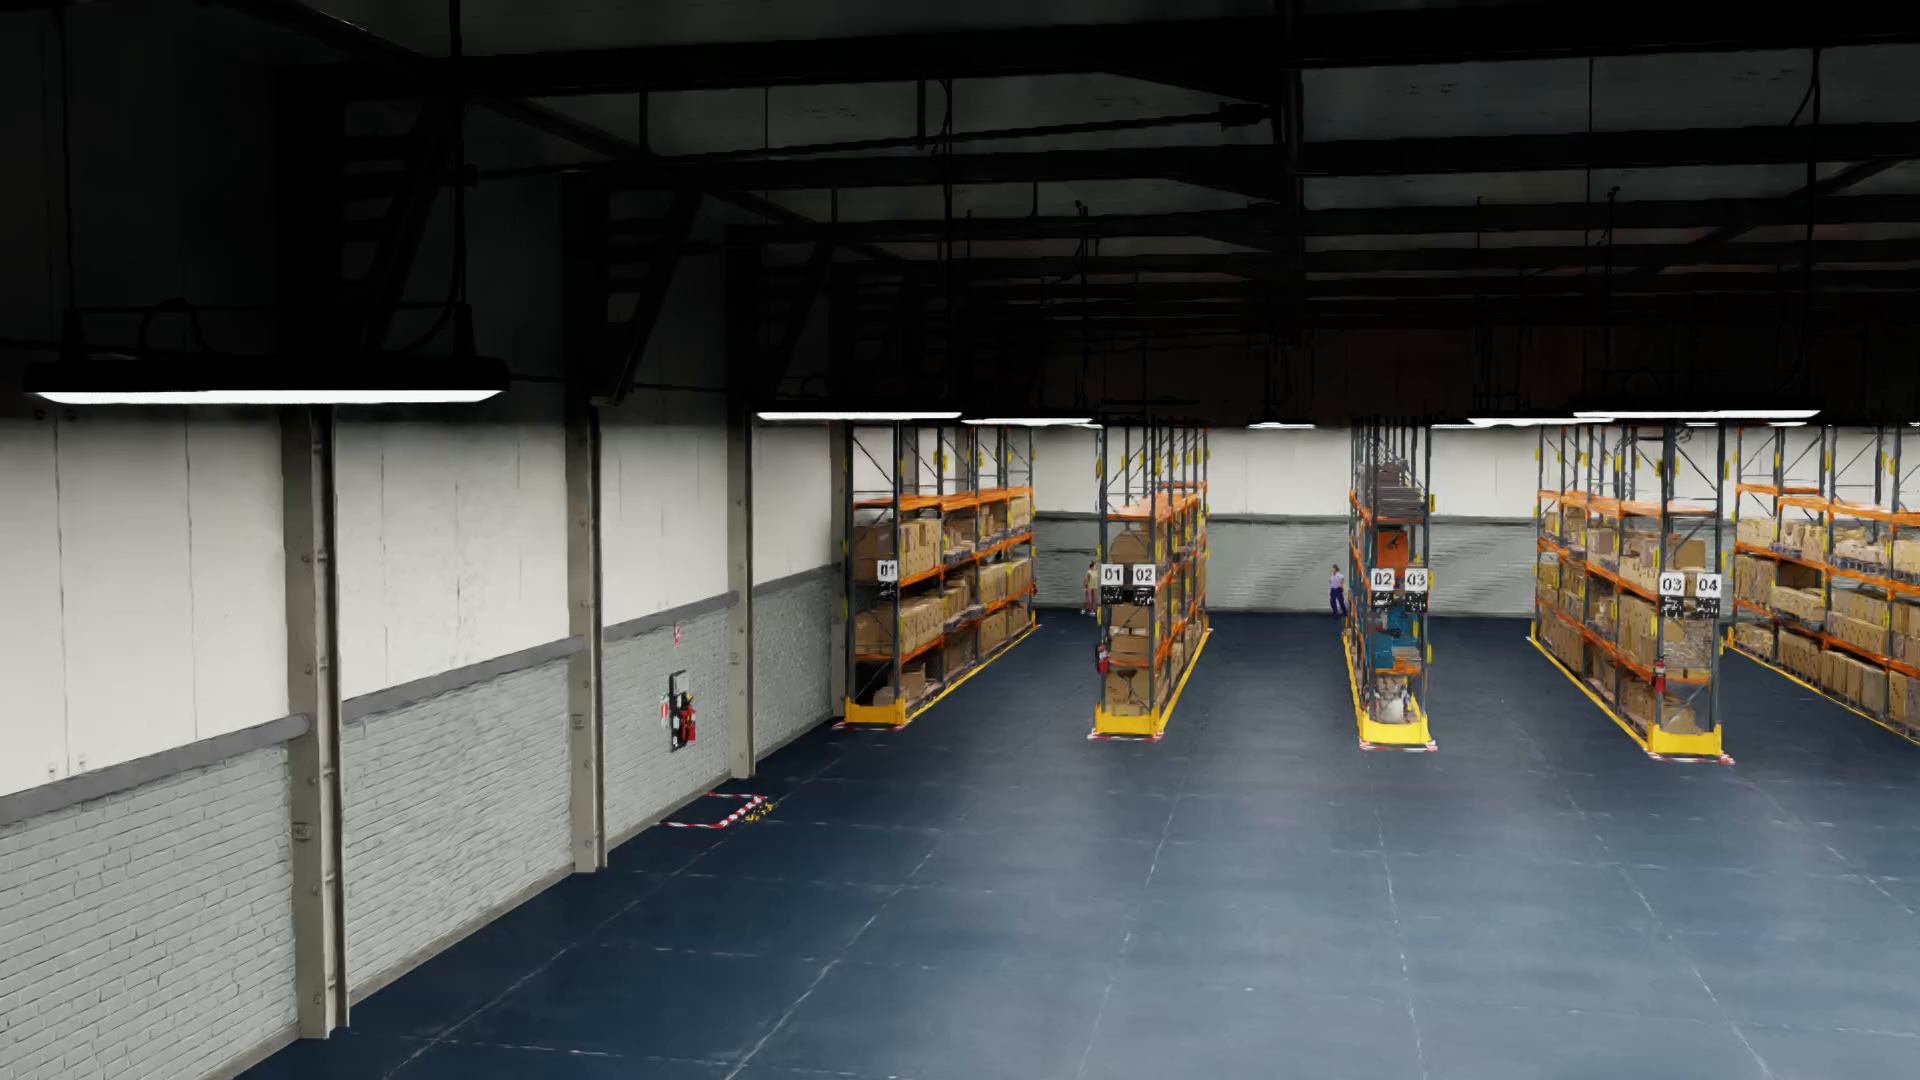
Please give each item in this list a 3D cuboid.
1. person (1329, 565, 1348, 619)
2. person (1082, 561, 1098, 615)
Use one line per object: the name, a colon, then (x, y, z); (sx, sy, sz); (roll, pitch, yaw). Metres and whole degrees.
person: (11.493, 1.573, 50.389); (0.552, 1.604, 0.548); (-3, 5, -41)
person: (4.023, 1.474, 51.456); (0.502, 1.659, 0.536); (-2, 4, -24)
